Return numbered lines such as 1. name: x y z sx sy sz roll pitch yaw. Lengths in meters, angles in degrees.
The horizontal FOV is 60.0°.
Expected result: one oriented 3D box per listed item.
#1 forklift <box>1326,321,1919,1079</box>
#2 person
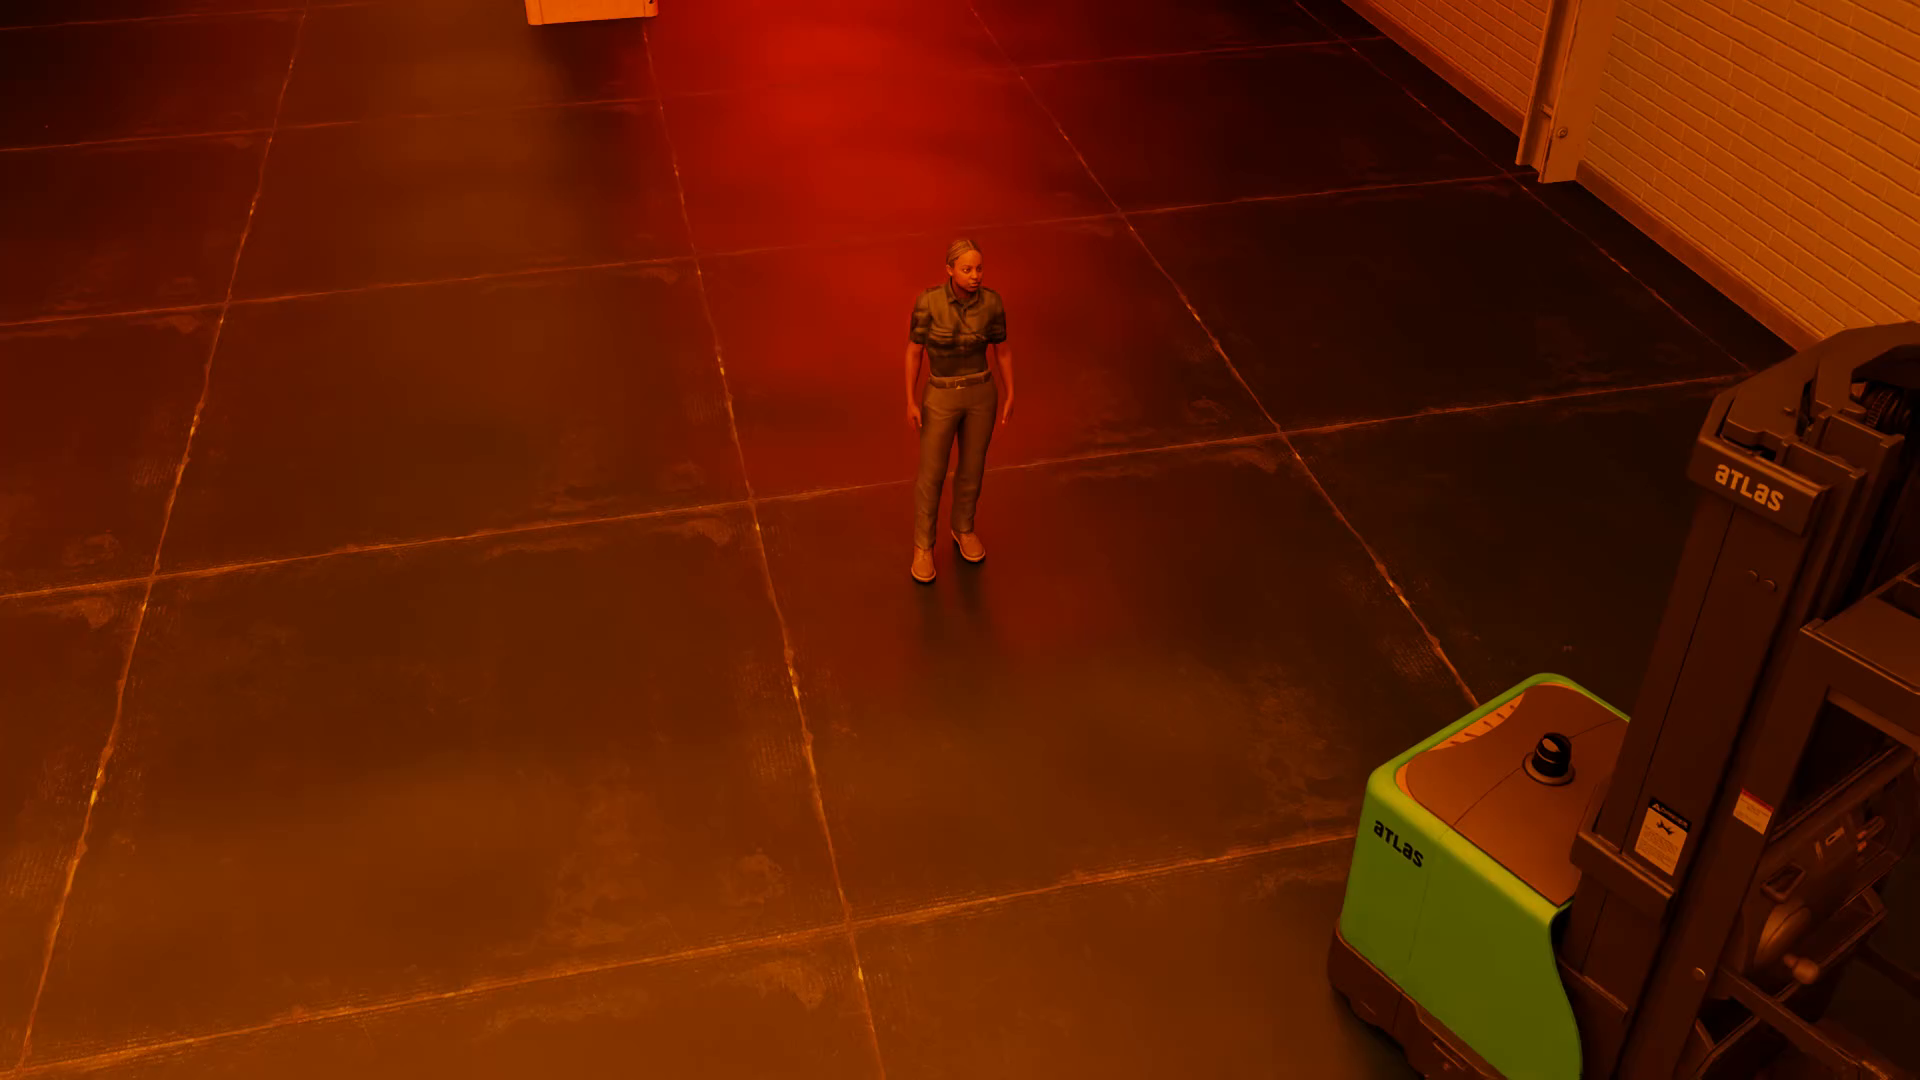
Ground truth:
1. forklift: 2.639 1.004 4.655 1.130 2.935 3.031 -23 42 -29
2. person: 0.000 -0.625 7.999 0.569 1.656 0.503 -8 36 -11
